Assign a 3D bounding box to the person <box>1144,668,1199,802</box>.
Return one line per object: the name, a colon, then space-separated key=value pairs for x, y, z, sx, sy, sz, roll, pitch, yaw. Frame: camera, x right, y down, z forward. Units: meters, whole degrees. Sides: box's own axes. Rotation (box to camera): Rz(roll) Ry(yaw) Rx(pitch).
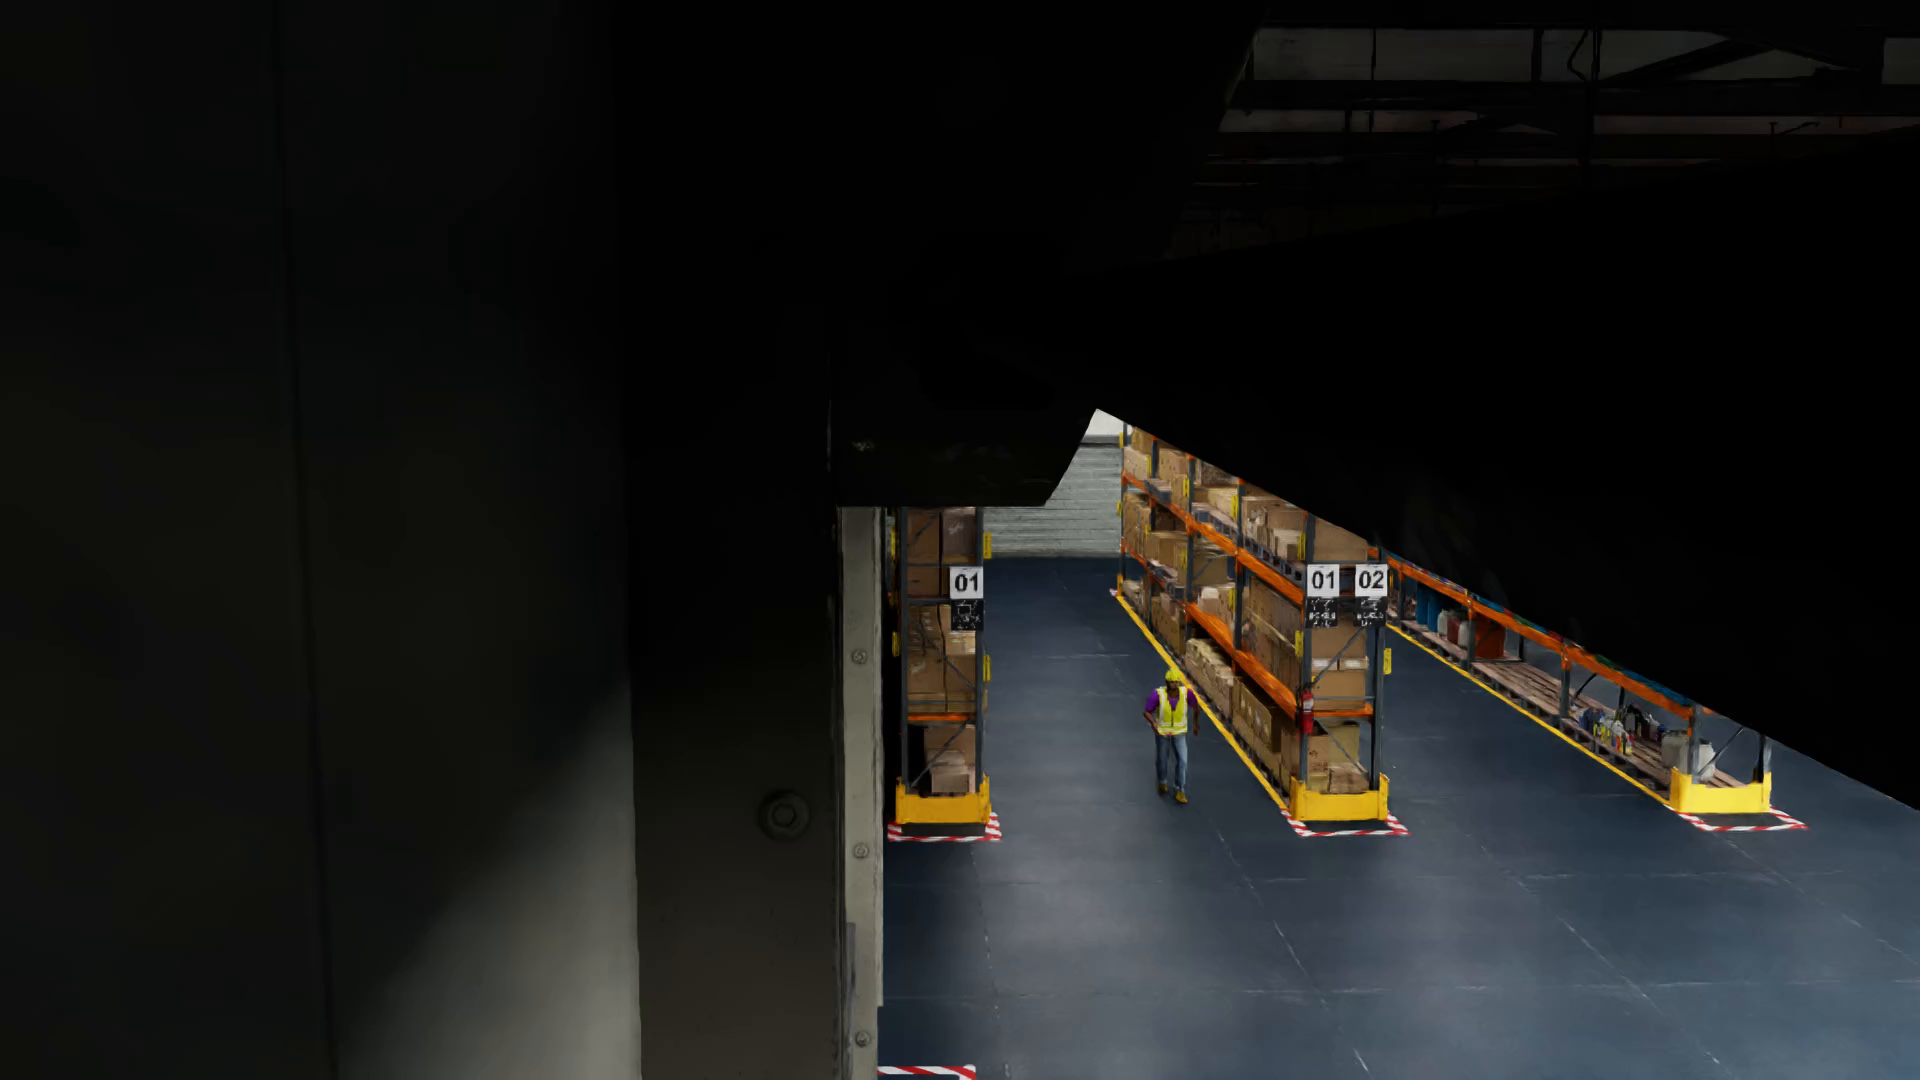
person: x=2.743 y=2.474 z=21.517 sx=0.738 sy=1.701 sz=0.830 roll=0 pitch=8 yaw=3
